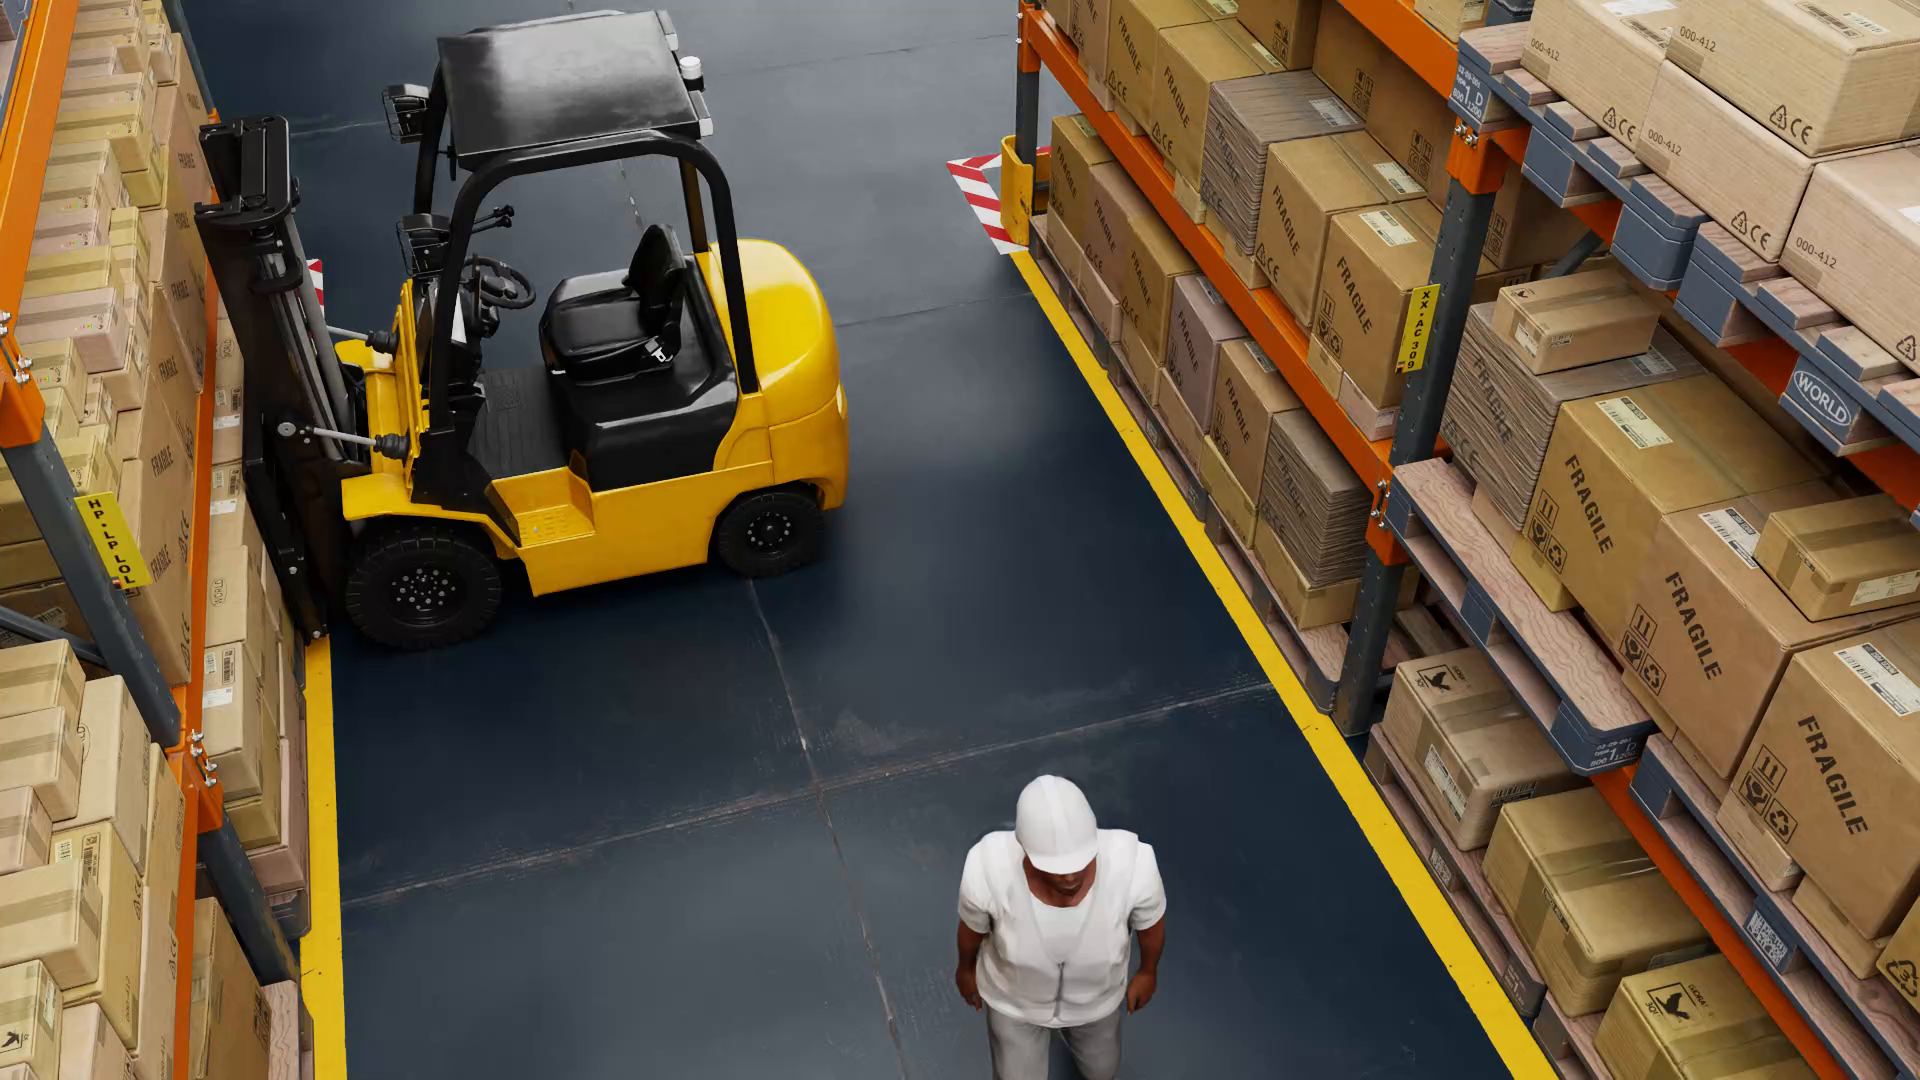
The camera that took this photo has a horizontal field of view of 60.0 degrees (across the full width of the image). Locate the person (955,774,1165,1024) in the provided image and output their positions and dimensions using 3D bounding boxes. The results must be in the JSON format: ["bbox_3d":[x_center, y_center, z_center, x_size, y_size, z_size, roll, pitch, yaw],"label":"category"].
[{"bbox_3d":[0.284,1.022,4.506,0.587,1.082,0.371,-2,42,-2],"label":"person"}]
